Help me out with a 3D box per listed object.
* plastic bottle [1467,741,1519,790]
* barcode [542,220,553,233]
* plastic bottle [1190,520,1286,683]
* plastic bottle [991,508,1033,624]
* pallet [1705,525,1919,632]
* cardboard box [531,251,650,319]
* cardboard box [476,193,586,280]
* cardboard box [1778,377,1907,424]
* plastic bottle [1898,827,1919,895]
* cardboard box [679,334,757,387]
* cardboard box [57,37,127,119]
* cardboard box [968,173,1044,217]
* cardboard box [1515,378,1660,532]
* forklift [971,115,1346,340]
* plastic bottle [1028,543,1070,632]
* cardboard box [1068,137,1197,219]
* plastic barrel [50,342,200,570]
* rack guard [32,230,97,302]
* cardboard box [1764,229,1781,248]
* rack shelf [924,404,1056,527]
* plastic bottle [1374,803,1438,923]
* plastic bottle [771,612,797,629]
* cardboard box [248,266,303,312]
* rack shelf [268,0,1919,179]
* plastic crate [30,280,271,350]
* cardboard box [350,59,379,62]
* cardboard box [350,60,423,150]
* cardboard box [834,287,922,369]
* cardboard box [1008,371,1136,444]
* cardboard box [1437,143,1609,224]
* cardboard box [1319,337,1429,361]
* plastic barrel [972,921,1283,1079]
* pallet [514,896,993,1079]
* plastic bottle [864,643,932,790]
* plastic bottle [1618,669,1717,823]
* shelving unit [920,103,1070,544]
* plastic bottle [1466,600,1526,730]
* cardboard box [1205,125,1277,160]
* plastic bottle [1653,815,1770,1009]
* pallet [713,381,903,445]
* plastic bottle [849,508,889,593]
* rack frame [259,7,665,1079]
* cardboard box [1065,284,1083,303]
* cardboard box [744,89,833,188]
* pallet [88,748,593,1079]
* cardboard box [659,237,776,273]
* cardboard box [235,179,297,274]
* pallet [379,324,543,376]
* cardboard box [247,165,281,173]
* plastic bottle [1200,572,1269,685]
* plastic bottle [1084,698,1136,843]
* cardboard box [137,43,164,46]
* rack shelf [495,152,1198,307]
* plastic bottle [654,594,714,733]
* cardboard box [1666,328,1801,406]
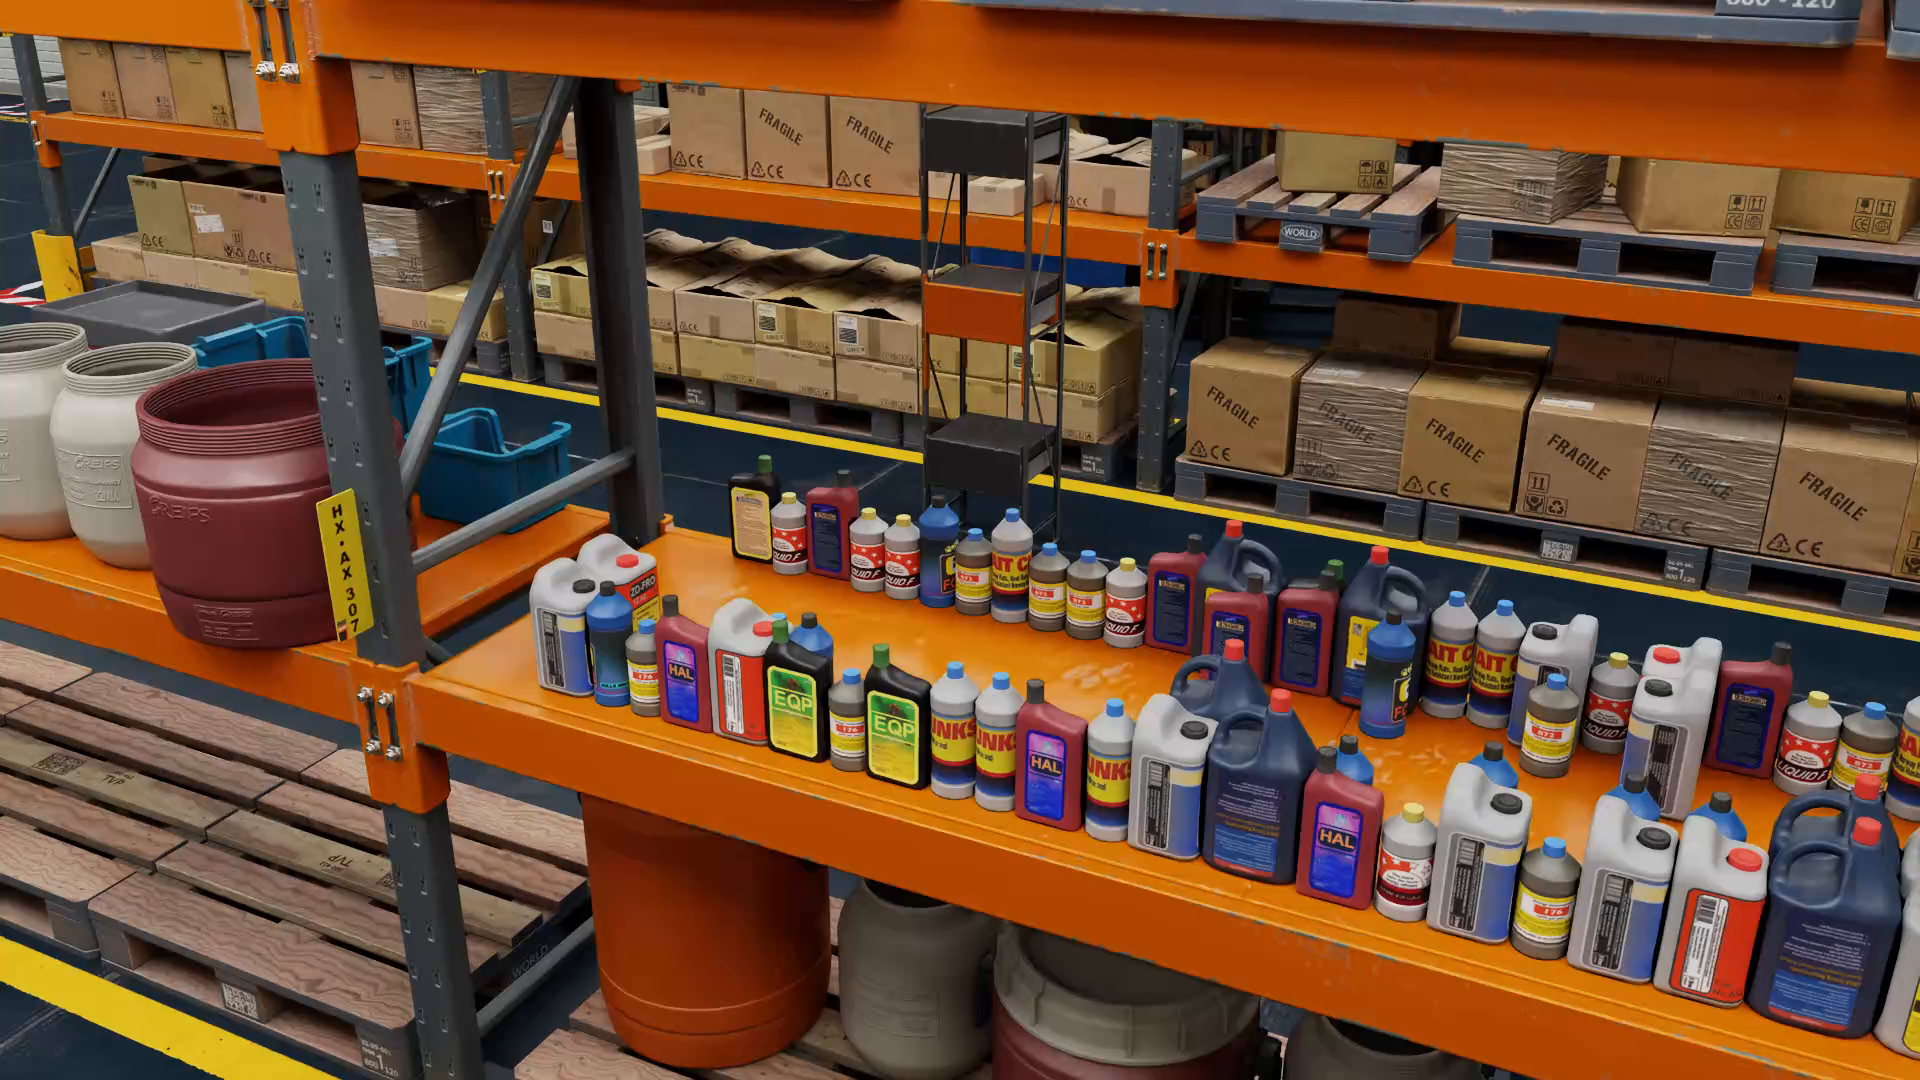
[{"bbox_3d":[0.930,0.482,2.948,0.097,0.271,0.097,0,23,0],"label":"plastic bottle"},{"bbox_3d":[-2.370,-1.801,9.557,0.075,0.075,0.001,11,25,25],"label":"barcode"},{"bbox_3d":[0.618,0.128,3.679,0.185,0.351,0.144,11,25,25],"label":"plastic bottle"},{"bbox_3d":[0.123,0.056,3.949,0.097,0.271,0.097,0,23,0],"label":"plastic bottle"},{"bbox_3d":[3.986,0.068,7.320,1.213,0.211,1.003,11,25,25],"label":"pallet"},{"bbox_3d":[-2.154,-1.523,9.759,0.500,0.311,0.500,11,26,25],"label":"cardboard box"},{"bbox_3d":[-2.683,-1.962,10.548,0.500,0.500,0.500,11,25,25],"label":"cardboard box"},{"bbox_3d":[3.927,-0.398,7.484,0.500,0.500,0.500,12,26,25],"label":"cardboard box"},{"bbox_3d":[1.588,0.569,2.642,0.185,0.351,0.144,11,25,25],"label":"plastic bottle"},{"bbox_3d":[-1.243,-1.086,9.448,0.500,0.250,0.500,10,25,23],"label":"cardboard box"},{"bbox_3d":[-5.569,-3.163,11.226,0.500,0.500,0.700,11,25,25],"label":"cardboard box"},{"bbox_3d":[0.232,-1.738,8.324,0.250,0.149,0.380,11,25,25],"label":"cardboard box"},{"bbox_3d":[2.820,-0.392,7.470,0.500,0.500,0.500,10,25,23],"label":"cardboard box"},{"bbox_3d":[1.633,-2.850,10.707,3.031,2.935,1.130,6,24,13],"label":"forklift"},{"bbox_3d":[0.210,0.106,3.923,0.097,0.201,0.097,0,23,0],"label":"plastic bottle"},{"bbox_3d":[0.855,-1.829,8.333,0.500,0.311,0.500,13,26,28],"label":"cardboard box"},{"bbox_3d":[-2.093,-0.220,4.292,0.421,0.512,0.421,0,23,0],"label":"plastic barrel"},{"bbox_3d":[-6.001,-2.058,11.949,0.348,0.500,1.175,11,25,25],"label":"rack guard"},{"bbox_3d":[5.528,-2.245,11.406,0.750,0.750,0.750,12,26,26],"label":"cardboard box"},{"bbox_3d":[0.148,-0.280,7.550,0.480,0.518,0.431,11,25,25],"label":"rack shelf"},{"bbox_3d":[0.775,0.550,2.877,0.097,0.201,0.097,0,23,0],"label":"plastic bottle"},{"bbox_3d":[-0.386,0.254,3.574,0.097,0.201,0.097,0,23,0],"label":"plastic bottle"},{"bbox_3d":[-4.264,-1.694,10.877,0.500,0.250,0.500,11,25,25],"label":"cardboard box"},{"bbox_3d":[0.706,-0.758,2.785,4.000,0.370,1.077,11,25,25],"label":"rack shelf"},{"bbox_3d":[-2.383,-0.483,4.972,0.583,0.464,0.402,11,25,25],"label":"plastic crate"},{"bbox_3d":[-3.439,-2.951,9.899,0.250,0.149,0.380,11,25,24],"label":"cardboard box"},{"bbox_3d":[-3.282,-2.710,10.162,0.500,0.500,0.700,11,25,24],"label":"cardboard box"},{"bbox_3d":[-0.335,-1.163,8.912,0.500,0.311,0.500,11,25,24],"label":"cardboard box"},{"bbox_3d":[0.580,-0.727,8.603,0.500,0.250,0.500,12,26,26],"label":"cardboard box"},{"bbox_3d":[2.503,-1.730,7.321,0.500,0.500,0.700,17,28,34],"label":"cardboard box"},{"bbox_3d":[2.100,-0.760,8.336,0.500,0.500,0.500,12,26,27],"label":"cardboard box"},{"bbox_3d":[0.374,1.135,3.794,0.708,0.588,0.600,11,25,25],"label":"plastic barrel"},{"bbox_3d":[-0.356,1.346,4.315,1.213,0.211,1.003,11,25,25],"label":"pallet"},{"bbox_3d":[-0.120,0.343,3.259,0.133,0.283,0.061,11,25,25],"label":"plastic bottle"},{"bbox_3d":[1.355,0.377,3.190,0.135,0.276,0.152,11,25,25],"label":"plastic bottle"},{"bbox_3d":[0.148,-0.937,7.270,0.503,2.100,0.431,11,25,25],"label":"shelving unit"},{"bbox_3d":[1.126,0.255,3.483,0.097,0.271,0.097,0,23,0],"label":"plastic bottle"},{"bbox_3d":[2.245,-3.150,12.999,0.500,0.250,0.500,12,26,26],"label":"cardboard box"},{"bbox_3d":[1.217,0.592,2.685,0.135,0.276,0.152,11,25,25],"label":"plastic bottle"},{"bbox_3d":[-0.642,-0.883,9.556,1.213,0.211,1.003,11,25,25],"label":"pallet"},{"bbox_3d":[-0.224,0.020,4.125,0.097,0.201,0.097,0,23,0],"label":"plastic bottle"},{"bbox_3d":[-1.079,-0.062,4.062,0.127,3.000,1.000,11,25,25],"label":"rack frame"},{"bbox_3d":[0.352,-1.262,9.144,0.500,0.311,0.500,11,25,23],"label":"cardboard box"},{"bbox_3d":[-0.815,-2.220,9.011,0.500,0.500,0.500,11,25,25],"label":"cardboard box"},{"bbox_3d":[-1.752,1.071,4.961,1.213,0.211,1.003,11,25,25],"label":"pallet"},{"bbox_3d":[-1.452,-1.622,9.992,0.500,0.311,0.500,12,26,26],"label":"cardboard box"},{"bbox_3d":[-4.264,-2.038,10.729,0.500,0.500,0.500,11,25,25],"label":"cardboard box"},{"bbox_3d":[-3.101,-1.369,10.700,1.213,0.211,1.003,11,25,25],"label":"pallet"},{"bbox_3d":[-4.468,-2.314,11.378,0.500,0.500,0.500,11,25,25],"label":"cardboard box"},{"bbox_3d":[0.595,0.199,3.598,0.133,0.283,0.061,11,25,25],"label":"plastic bottle"},{"bbox_3d":[0.284,0.421,3.092,0.097,0.271,0.097,0,23,0],"label":"plastic bottle"},{"bbox_3d":[-5.044,-3.268,10.645,0.250,0.149,0.380,11,25,24],"label":"cardboard box"},{"bbox_3d":[-0.625,-1.813,9.100,4.000,0.370,1.077,11,25,25],"label":"rack shelf"},{"bbox_3d":[-0.565,0.255,3.466,0.133,0.283,0.061,11,25,25],"label":"plastic bottle"},{"bbox_3d":[3.515,-0.829,7.540,0.500,0.250,0.500,11,26,25],"label":"cardboard box"}]
